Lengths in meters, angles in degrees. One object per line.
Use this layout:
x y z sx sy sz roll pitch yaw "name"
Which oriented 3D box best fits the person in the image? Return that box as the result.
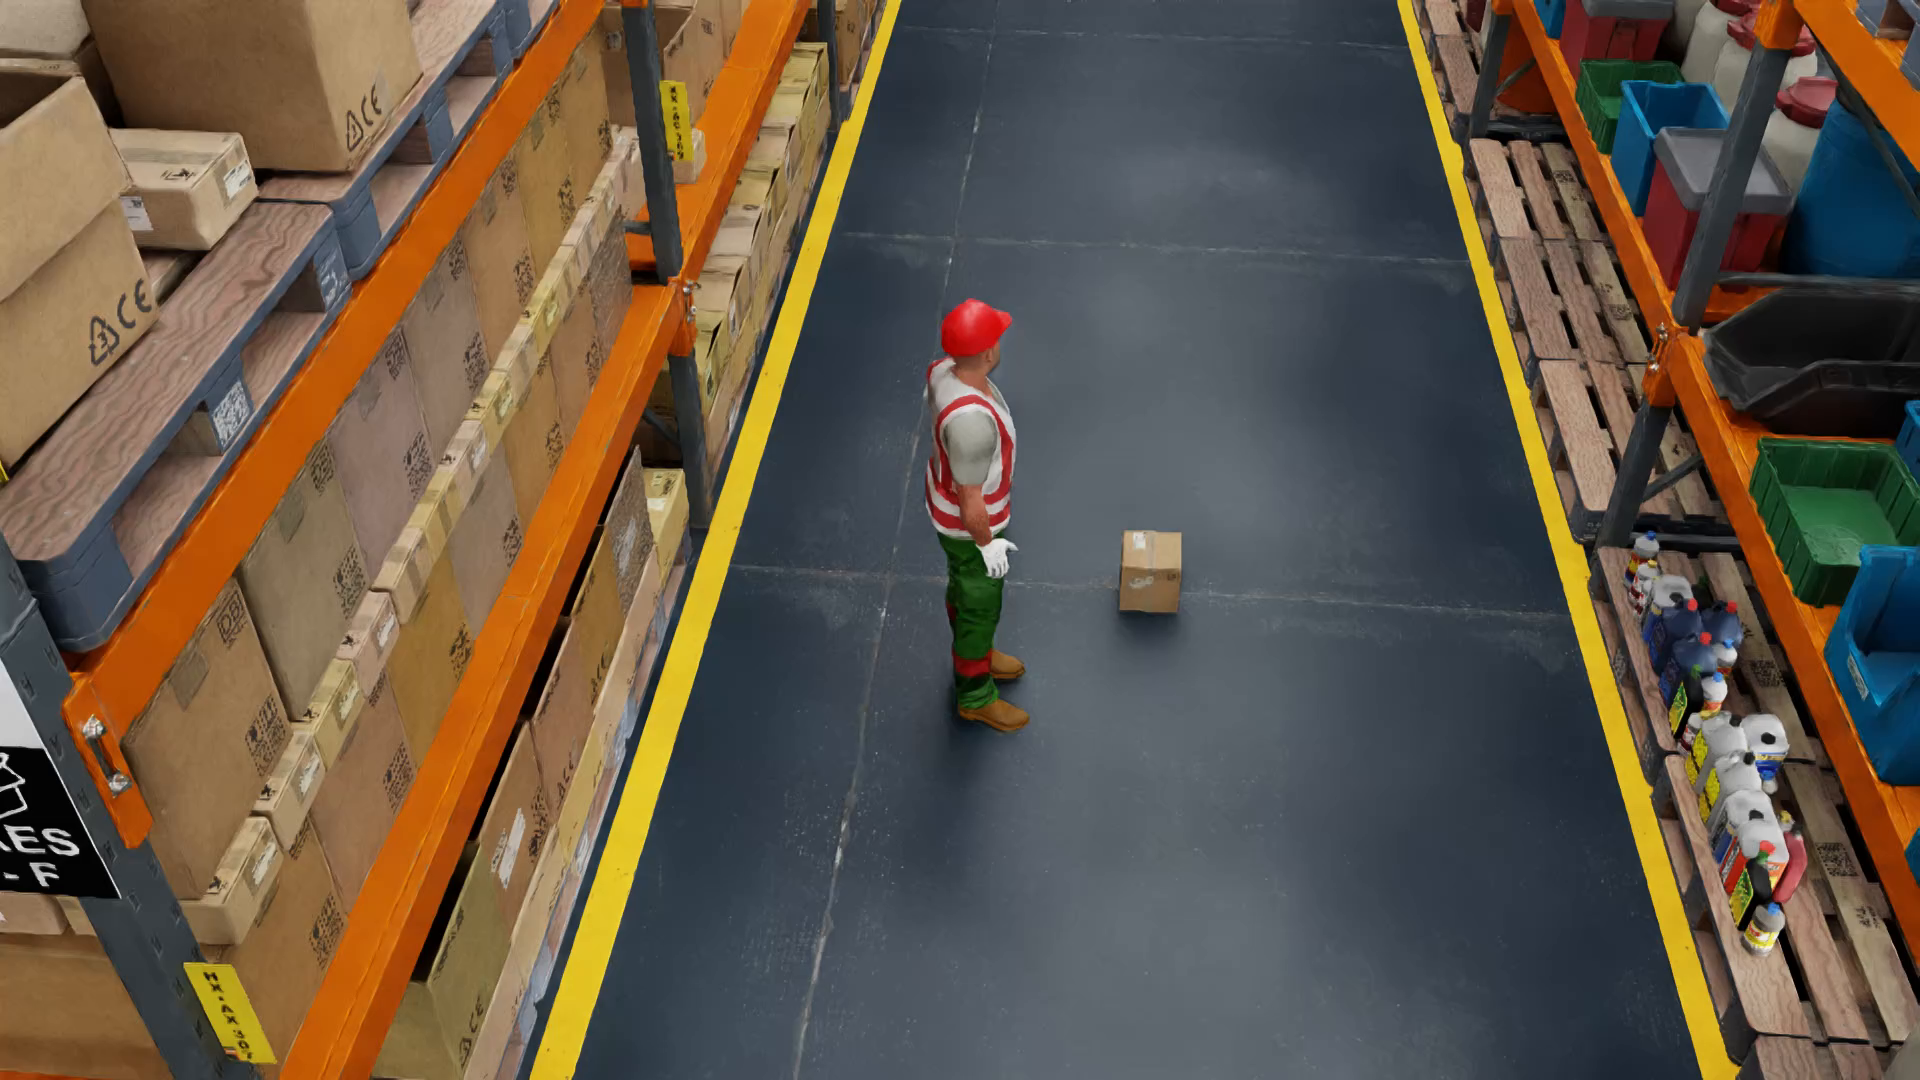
0.070 -0.101 6.246 0.402 1.821 0.590 -5 40 -6 "person"
